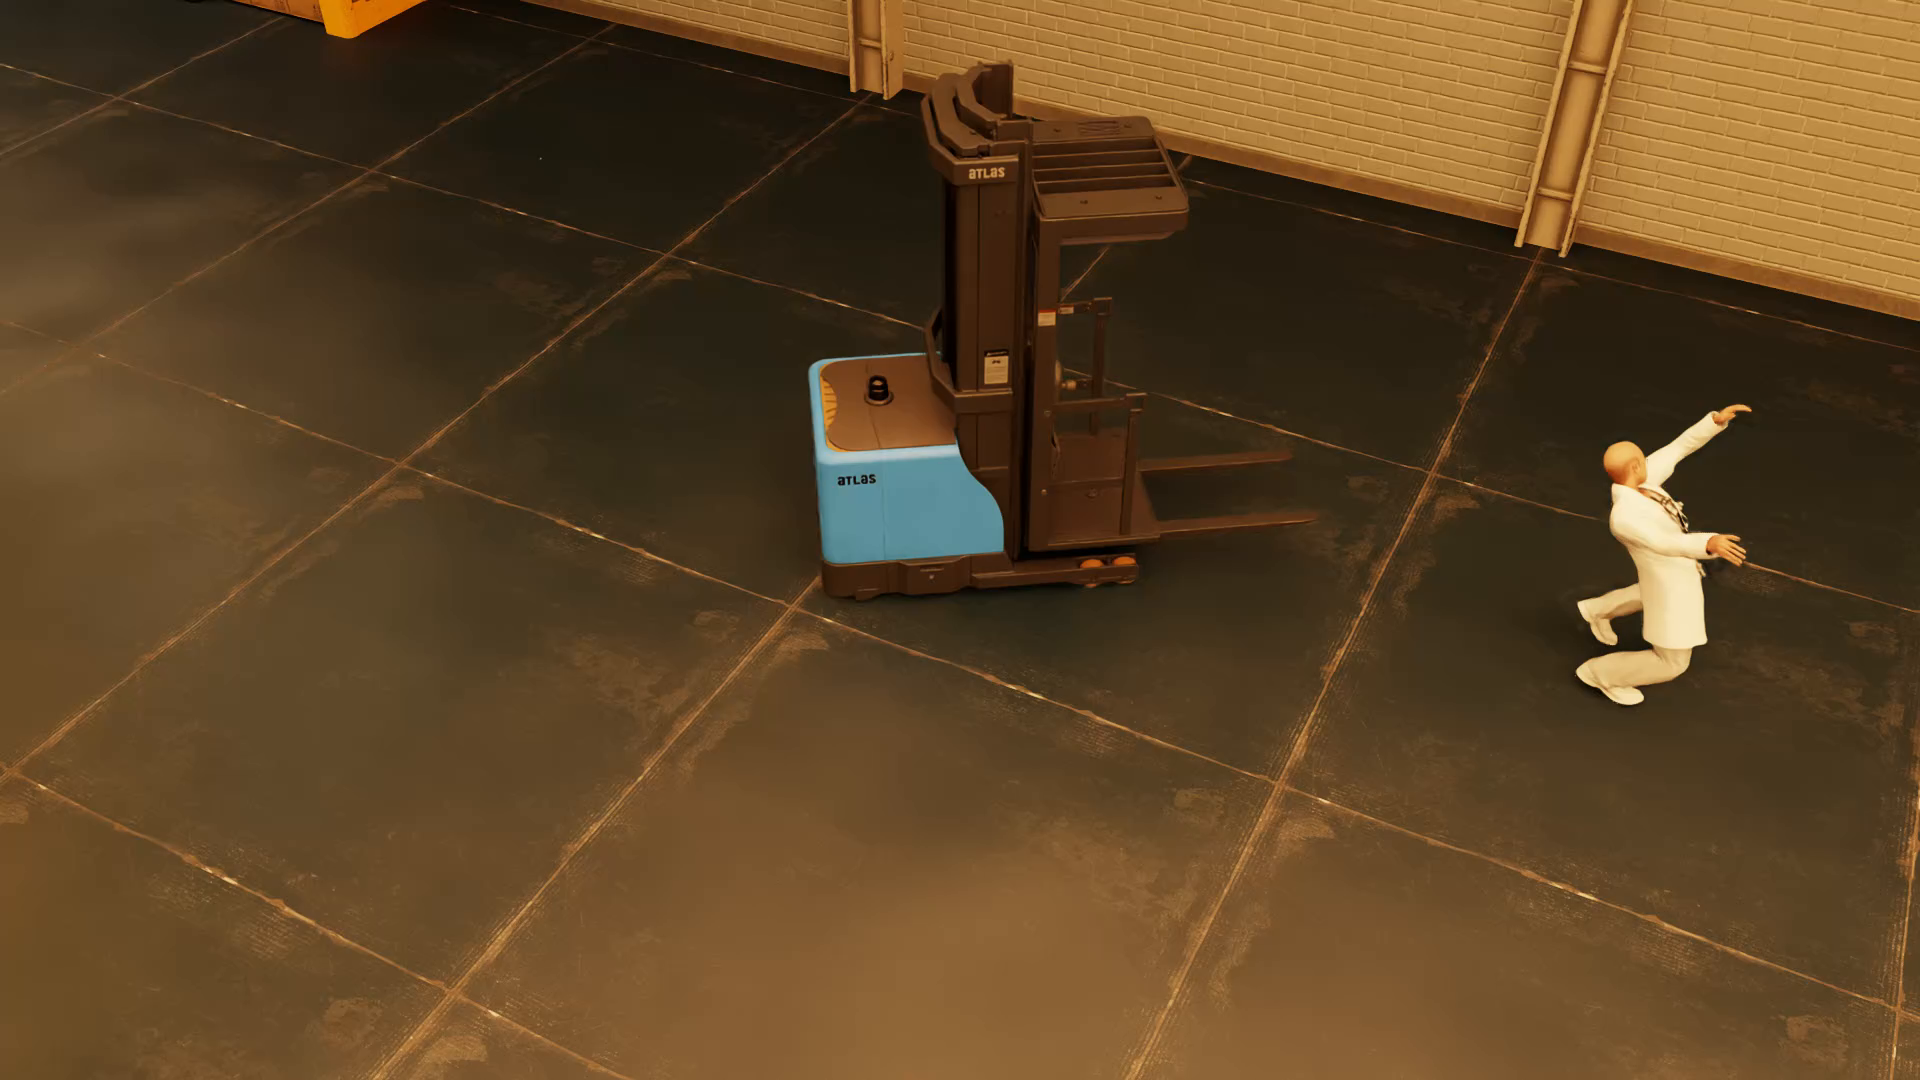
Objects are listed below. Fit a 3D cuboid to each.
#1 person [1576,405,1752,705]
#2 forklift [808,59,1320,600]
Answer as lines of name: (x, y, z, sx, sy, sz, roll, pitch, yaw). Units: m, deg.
person: (3.624, 0.180, 8.725, 0.724, 1.697, 1.085, 11, 41, 12)
forklift: (0.641, -1.178, 9.386, 3.031, 2.935, 1.130, -4, 40, -5)
